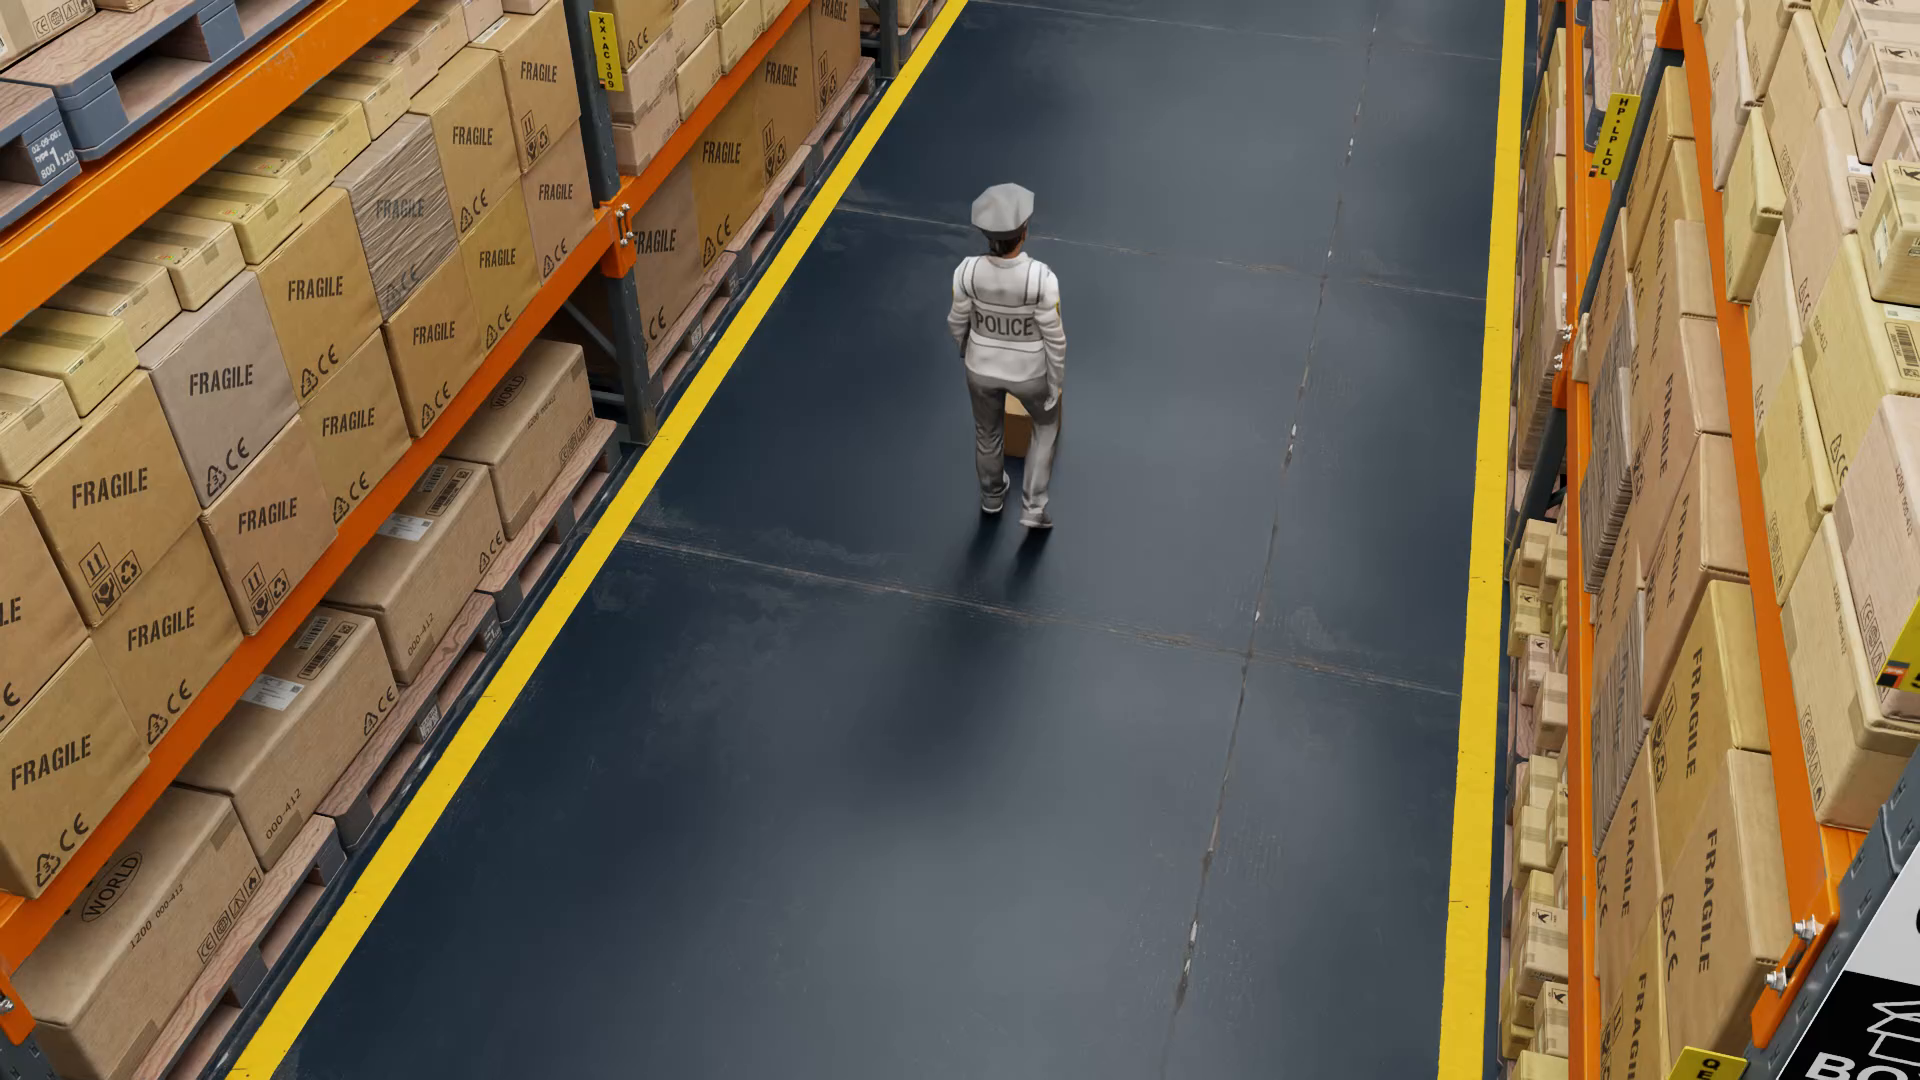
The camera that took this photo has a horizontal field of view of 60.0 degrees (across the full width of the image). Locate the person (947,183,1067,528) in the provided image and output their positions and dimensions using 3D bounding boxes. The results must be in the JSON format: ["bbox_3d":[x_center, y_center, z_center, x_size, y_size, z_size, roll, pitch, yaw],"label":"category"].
[{"bbox_3d":[0.208,-0.747,6.986,0.508,1.702,0.490,8,42,9],"label":"person"}]
